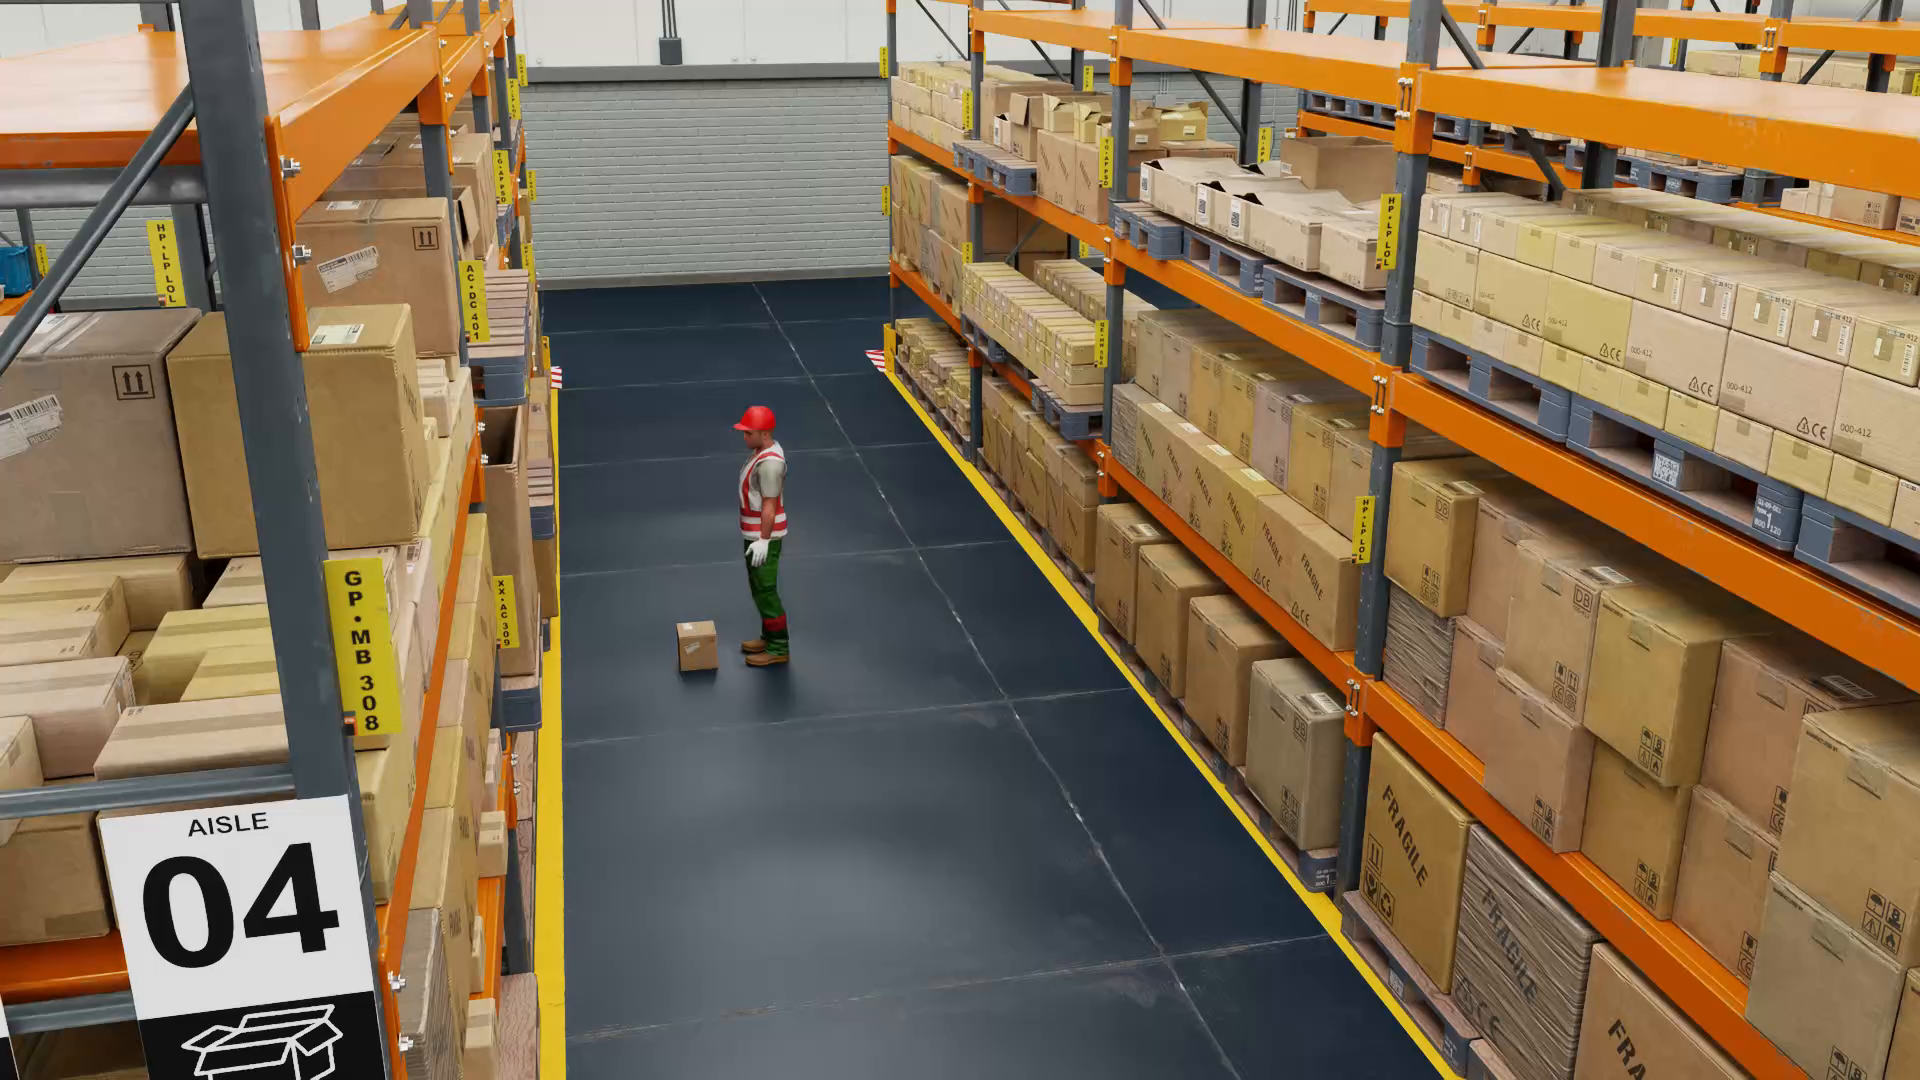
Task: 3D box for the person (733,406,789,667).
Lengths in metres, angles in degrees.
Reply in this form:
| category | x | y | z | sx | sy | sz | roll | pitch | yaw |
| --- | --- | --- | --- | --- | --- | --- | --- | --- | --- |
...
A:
| category | x | y | z | sx | sy | sz | roll | pitch | yaw |
| --- | --- | --- | --- | --- | --- | --- | --- | --- | --- |
| person | -1.318 | -0.034 | 11.140 | 0.346 | 1.780 | 0.527 | -4 | 20 | -11 |
